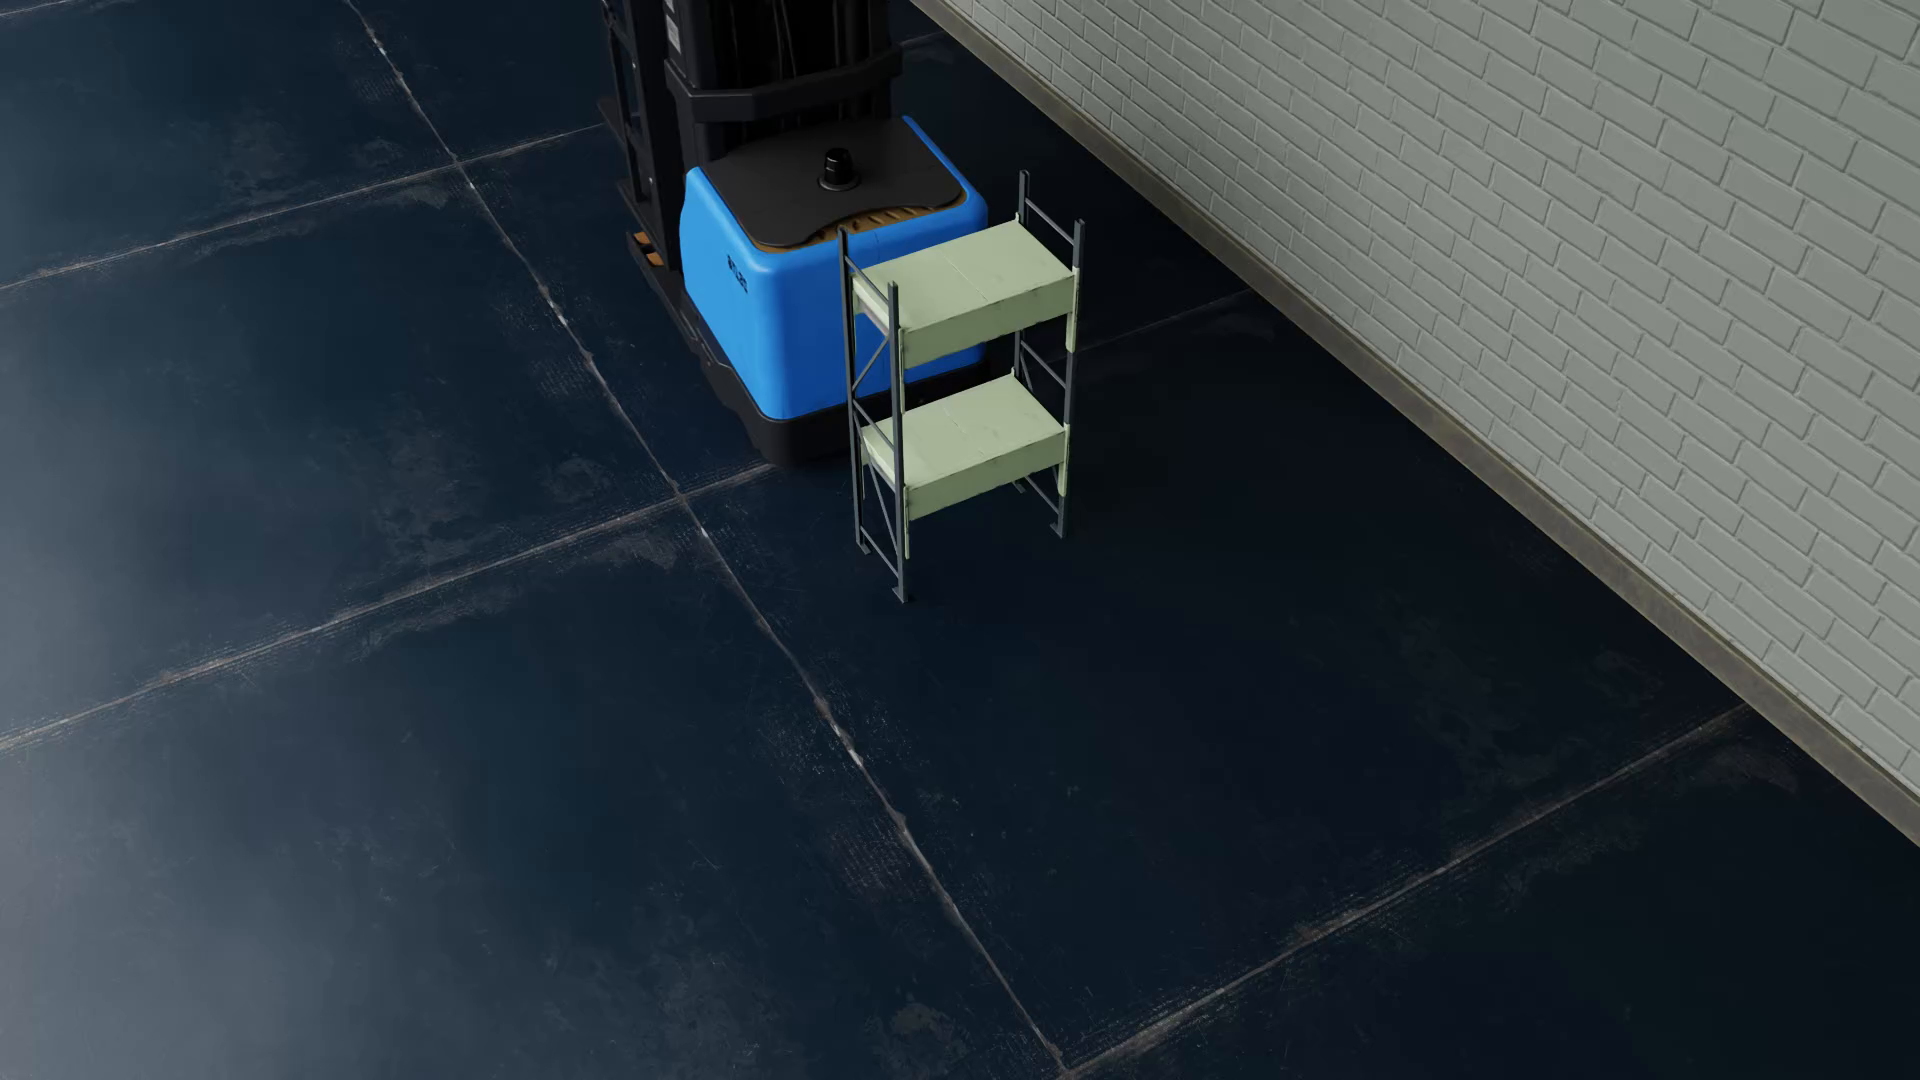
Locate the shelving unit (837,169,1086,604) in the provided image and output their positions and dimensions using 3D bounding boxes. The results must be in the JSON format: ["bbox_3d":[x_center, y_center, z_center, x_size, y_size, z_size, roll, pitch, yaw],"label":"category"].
[{"bbox_3d":[0.006,-0.541,6.230,0.755,1.500,0.431,-22,48,-21],"label":"shelving unit"}]

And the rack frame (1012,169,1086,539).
[{"bbox_3d":[0.323,-0.668,6.361,0.023,1.500,0.400,-22,48,-21],"label":"rack frame"}]

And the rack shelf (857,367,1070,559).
[{"bbox_3d":[0.006,-0.307,6.457,0.720,0.370,0.431,-22,48,-21],"label":"rack shelf"}]

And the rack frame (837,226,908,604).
[{"bbox_3d":[-0.312,-0.414,6.099,0.023,1.500,0.400,-22,48,-21],"label":"rack frame"}]

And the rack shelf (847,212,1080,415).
[{"bbox_3d":[0.006,-0.821,5.958,0.720,0.370,0.431,-22,48,-21],"label":"rack shelf"}]

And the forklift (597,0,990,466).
[{"bbox_3d":[-0.968,-2.393,7.111,1.130,2.935,3.031,-19,47,-18],"label":"forklift"}]
